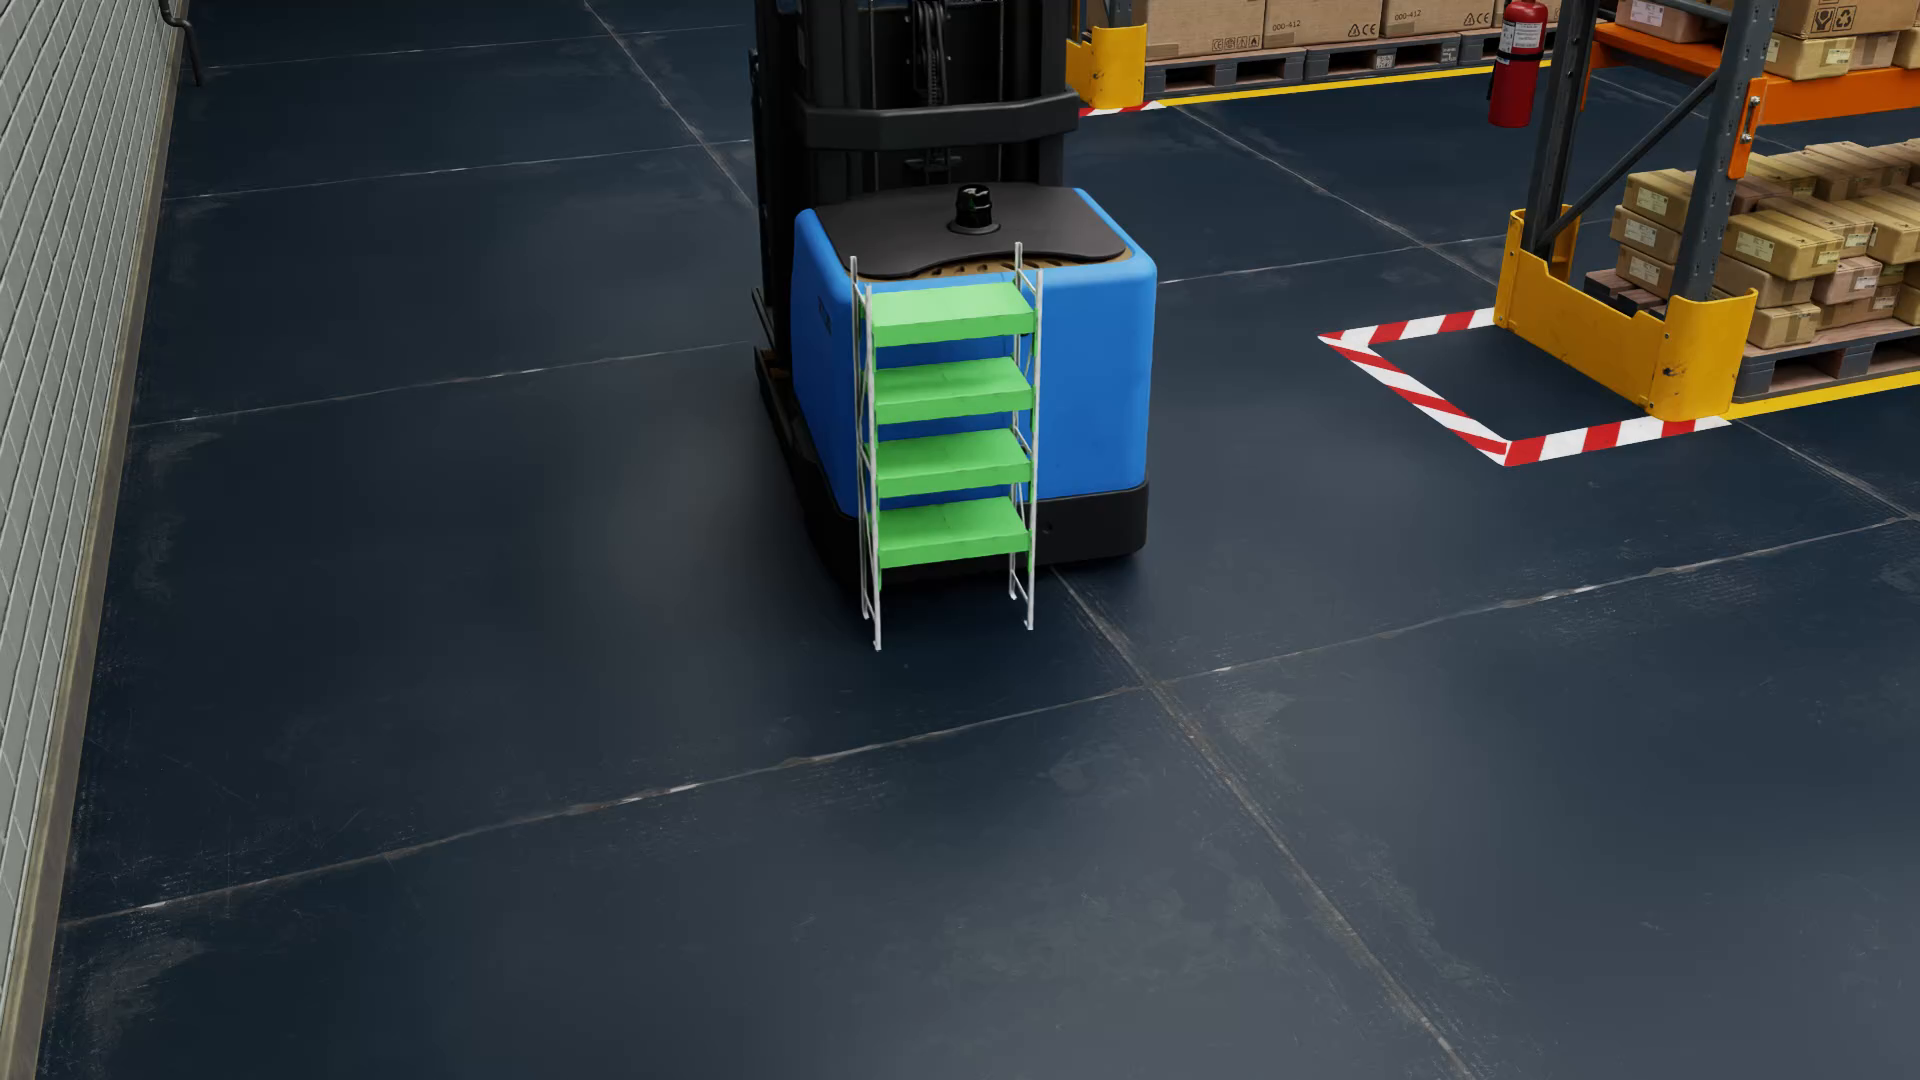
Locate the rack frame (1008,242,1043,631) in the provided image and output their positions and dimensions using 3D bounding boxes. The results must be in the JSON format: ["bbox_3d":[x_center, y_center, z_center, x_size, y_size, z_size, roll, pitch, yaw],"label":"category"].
[{"bbox_3d":[0.195,-0.290,5.045,0.015,1.200,0.240,-7,31,-12],"label":"rack frame"}]

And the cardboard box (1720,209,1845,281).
[{"bbox_3d":[3.278,-1.181,6.647,0.250,0.149,0.380,-12,32,-20],"label":"cardboard box"}]

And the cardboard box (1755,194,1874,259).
[{"bbox_3d":[3.495,-1.284,6.829,0.250,0.149,0.380,-10,31,-17],"label":"cardboard box"}]

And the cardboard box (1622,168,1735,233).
[{"bbox_3d":[3.076,-1.457,7.132,0.250,0.149,0.380,-10,31,-17],"label":"cardboard box"}]

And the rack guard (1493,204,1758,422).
[{"bbox_3d":[2.740,-0.973,6.953,0.348,0.500,1.175,-10,31,-18],"label":"rack guard"}]

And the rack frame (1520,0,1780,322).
[{"bbox_3d":[2.669,-2.046,6.311,0.127,3.000,1.000,-10,31,-18],"label":"rack frame"}]

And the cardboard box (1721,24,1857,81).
[{"bbox_3d":[3.086,-1.841,6.204,0.250,0.149,0.380,-11,31,-18],"label":"cardboard box"}]

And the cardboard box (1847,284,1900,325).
[{"bbox_3d":[3.718,-1.061,7.038,0.250,0.149,0.380,-10,31,-17],"label":"cardboard box"}]

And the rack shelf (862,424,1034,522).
[{"bbox_3d":[-0.042,-0.206,5.026,0.480,0.148,0.258,-7,31,-12],"label":"rack shelf"}]

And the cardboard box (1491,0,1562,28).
[{"bbox_3d":[3.971,-4.026,11.951,0.875,0.438,0.875,-11,31,-18],"label":"cardboard box"}]

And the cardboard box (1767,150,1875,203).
[{"bbox_3d":[3.795,-1.593,7.370,0.250,0.149,0.380,-12,32,-20],"label":"cardboard box"}]

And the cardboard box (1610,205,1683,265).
[{"bbox_3d":[3.064,-1.342,7.231,0.250,0.149,0.380,-11,32,-19],"label":"cardboard box"}]

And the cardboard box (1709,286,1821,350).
[{"bbox_3d":[3.271,-0.932,6.811,0.250,0.149,0.380,-10,31,-17],"label":"cardboard box"}]

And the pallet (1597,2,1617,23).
[{"bbox_3d":[5.294,-3.972,12.509,1.213,0.211,1.003,-10,31,-18],"label":"pallet"}]

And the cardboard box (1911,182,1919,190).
[{"bbox_3d":[4.242,-1.393,7.020,0.250,0.149,0.380,-9,31,-16],"label":"cardboard box"}]

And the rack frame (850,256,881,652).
[{"bbox_3d":[-0.279,-0.233,4.944,0.015,1.200,0.240,-7,31,-12],"label":"rack frame"}]

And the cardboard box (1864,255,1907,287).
[{"bbox_3d":[3.724,-1.195,6.972,0.250,0.149,0.380,-10,31,-17],"label":"cardboard box"}]

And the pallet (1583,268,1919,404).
[{"bbox_3d":[3.514,-0.971,7.242,1.213,0.211,1.003,-10,31,-18],"label":"pallet"}]

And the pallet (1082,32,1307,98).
[{"bbox_3d":[1.570,-3.288,11.308,1.213,0.211,1.003,-10,31,-18],"label":"pallet"}]

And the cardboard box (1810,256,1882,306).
[{"bbox_3d":[3.525,-1.111,6.826,0.250,0.149,0.380,-11,31,-18],"label":"cardboard box"}]

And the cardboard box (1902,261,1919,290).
[{"bbox_3d":[4.002,-1.189,6.961,0.250,0.149,0.380,-9,31,-16],"label":"cardboard box"}]

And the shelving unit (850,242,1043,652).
[{"bbox_3d":[-0.042,-0.261,4.994,0.503,1.200,0.258,-7,31,-12],"label":"shelving unit"}]

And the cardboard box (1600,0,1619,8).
[{"bbox_3d":[5.150,-4.419,12.198,0.875,0.875,0.875,-9,31,-16],"label":"cardboard box"}]

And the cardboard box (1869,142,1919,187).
[{"bbox_3d":[4.313,-1.659,7.487,0.250,0.149,0.380,-11,32,-19],"label":"cardboard box"}]

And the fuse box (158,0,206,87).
[{"bbox_3d":[-5.025,-3.781,10.658,0.414,1.711,0.539,-10,31,-18],"label":"fuse box"}]

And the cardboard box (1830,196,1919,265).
[{"bbox_3d":[3.775,-1.268,6.801,0.250,0.149,0.380,-11,31,-18],"label":"cardboard box"}]

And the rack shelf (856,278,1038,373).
[{"bbox_3d":[-0.041,-0.621,4.786,0.480,0.148,0.258,-7,31,-12],"label":"rack shelf"}]

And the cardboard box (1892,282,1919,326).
[{"bbox_3d":[3.996,-1.054,7.026,0.250,0.149,0.380,-10,31,-17],"label":"cardboard box"}]

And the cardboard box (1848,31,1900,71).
[{"bbox_3d":[3.311,-1.904,6.315,0.250,0.149,0.380,-9,31,-16],"label":"cardboard box"}]

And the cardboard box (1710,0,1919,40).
[{"bbox_3d":[3.186,-2.168,6.124,0.500,0.500,0.500,-9,31,-15],"label":"cardboard box"}]

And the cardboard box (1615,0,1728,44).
[{"bbox_3d":[2.876,-2.124,6.702,0.250,0.149,0.380,-10,31,-18],"label":"cardboard box"}]

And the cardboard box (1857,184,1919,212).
[{"bbox_3d":[3.979,-1.350,6.944,0.250,0.149,0.380,-12,32,-20],"label":"cardboard box"}]

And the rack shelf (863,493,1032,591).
[{"bbox_3d":[-0.042,0.001,5.147,0.480,0.148,0.258,-7,31,-12],"label":"rack shelf"}]

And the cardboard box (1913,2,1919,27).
[{"bbox_3d":[3.678,-2.272,6.306,0.500,0.500,0.500,-10,31,-18],"label":"cardboard box"}]

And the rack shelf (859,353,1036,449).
[{"bbox_3d":[-0.041,-0.414,4.906,0.480,0.148,0.258,-7,31,-12],"label":"rack shelf"}]

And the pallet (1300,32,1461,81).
[{"bbox_3d":[2.711,-3.496,11.674,1.213,0.211,1.003,-10,31,-18],"label":"pallet"}]

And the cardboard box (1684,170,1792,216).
[{"bbox_3d":[3.332,-1.474,7.162,0.250,0.149,0.380,-10,31,-17],"label":"cardboard box"}]

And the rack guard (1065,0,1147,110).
[{"bbox_3d":[0.825,-3.235,10.923,0.348,0.500,1.175,-10,31,-18],"label":"rack guard"}]

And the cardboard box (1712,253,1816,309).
[{"bbox_3d":[3.249,-1.090,6.789,0.250,0.149,0.380,-9,31,-16],"label":"cardboard box"}]

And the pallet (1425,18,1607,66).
[{"bbox_3d":[3.857,-3.709,12.047,1.213,0.211,1.003,-10,31,-18],"label":"pallet"}]

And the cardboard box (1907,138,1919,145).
[{"bbox_3d":[4.549,-1.717,7.589,0.250,0.149,0.380,-10,31,-17],"label":"cardboard box"}]

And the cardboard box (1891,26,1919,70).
[{"bbox_3d":[3.581,-1.925,6.353,0.250,0.149,0.380,-11,32,-19],"label":"cardboard box"}]

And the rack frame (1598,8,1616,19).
[{"bbox_3d":[4.597,-5.016,11.523,0.127,3.000,1.000,-10,31,-18],"label":"rack frame"}]

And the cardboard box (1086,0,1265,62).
[{"bbox_3d":[1.431,-3.555,11.123,0.875,0.438,0.875,-12,32,-19],"label":"cardboard box"}]

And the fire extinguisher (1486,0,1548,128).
[{"bbox_3d":[2.272,-2.021,6.722,0.183,0.674,0.296,-10,31,-18],"label":"fire extinguisher"}]

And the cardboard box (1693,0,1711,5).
[{"bbox_3d":[3.000,-2.416,6.558,0.500,0.500,0.500,-10,31,-17],"label":"cardboard box"}]

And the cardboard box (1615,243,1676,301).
[{"bbox_3d":[3.089,-1.177,7.242,0.250,0.149,0.380,-10,31,-17],"label":"cardboard box"}]

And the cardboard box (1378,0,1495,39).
[{"bbox_3d":[3.132,-3.871,11.679,0.875,0.438,0.875,-11,32,-19],"label":"cardboard box"}]

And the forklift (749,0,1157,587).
[{"bbox_3d":[-0.222,-1.839,6.018,1.130,2.935,3.031,-7,30,-12],"label":"forklift"}]

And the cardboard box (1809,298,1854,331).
[{"bbox_3d":[3.488,-1.015,6.957,0.250,0.149,0.380,-11,31,-18],"label":"cardboard box"}]

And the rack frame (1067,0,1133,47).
[{"bbox_3d":[0.848,-4.325,10.311,0.127,3.000,1.000,-10,31,-18],"label":"rack frame"}]

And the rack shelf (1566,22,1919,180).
[{"bbox_3d":[4.543,-2.079,7.095,4.000,0.370,1.077,-10,31,-18],"label":"rack shelf"}]

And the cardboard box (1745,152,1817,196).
[{"bbox_3d":[3.530,-1.578,7.343,0.250,0.149,0.380,-11,32,-19],"label":"cardboard box"}]

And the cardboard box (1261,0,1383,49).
[{"bbox_3d":[2.286,-3.716,11.407,0.875,0.438,0.875,-10,31,-16],"label":"cardboard box"}]

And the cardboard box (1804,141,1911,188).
[{"bbox_3d":[4.027,-1.665,7.497,0.250,0.149,0.380,-9,31,-16],"label":"cardboard box"}]
